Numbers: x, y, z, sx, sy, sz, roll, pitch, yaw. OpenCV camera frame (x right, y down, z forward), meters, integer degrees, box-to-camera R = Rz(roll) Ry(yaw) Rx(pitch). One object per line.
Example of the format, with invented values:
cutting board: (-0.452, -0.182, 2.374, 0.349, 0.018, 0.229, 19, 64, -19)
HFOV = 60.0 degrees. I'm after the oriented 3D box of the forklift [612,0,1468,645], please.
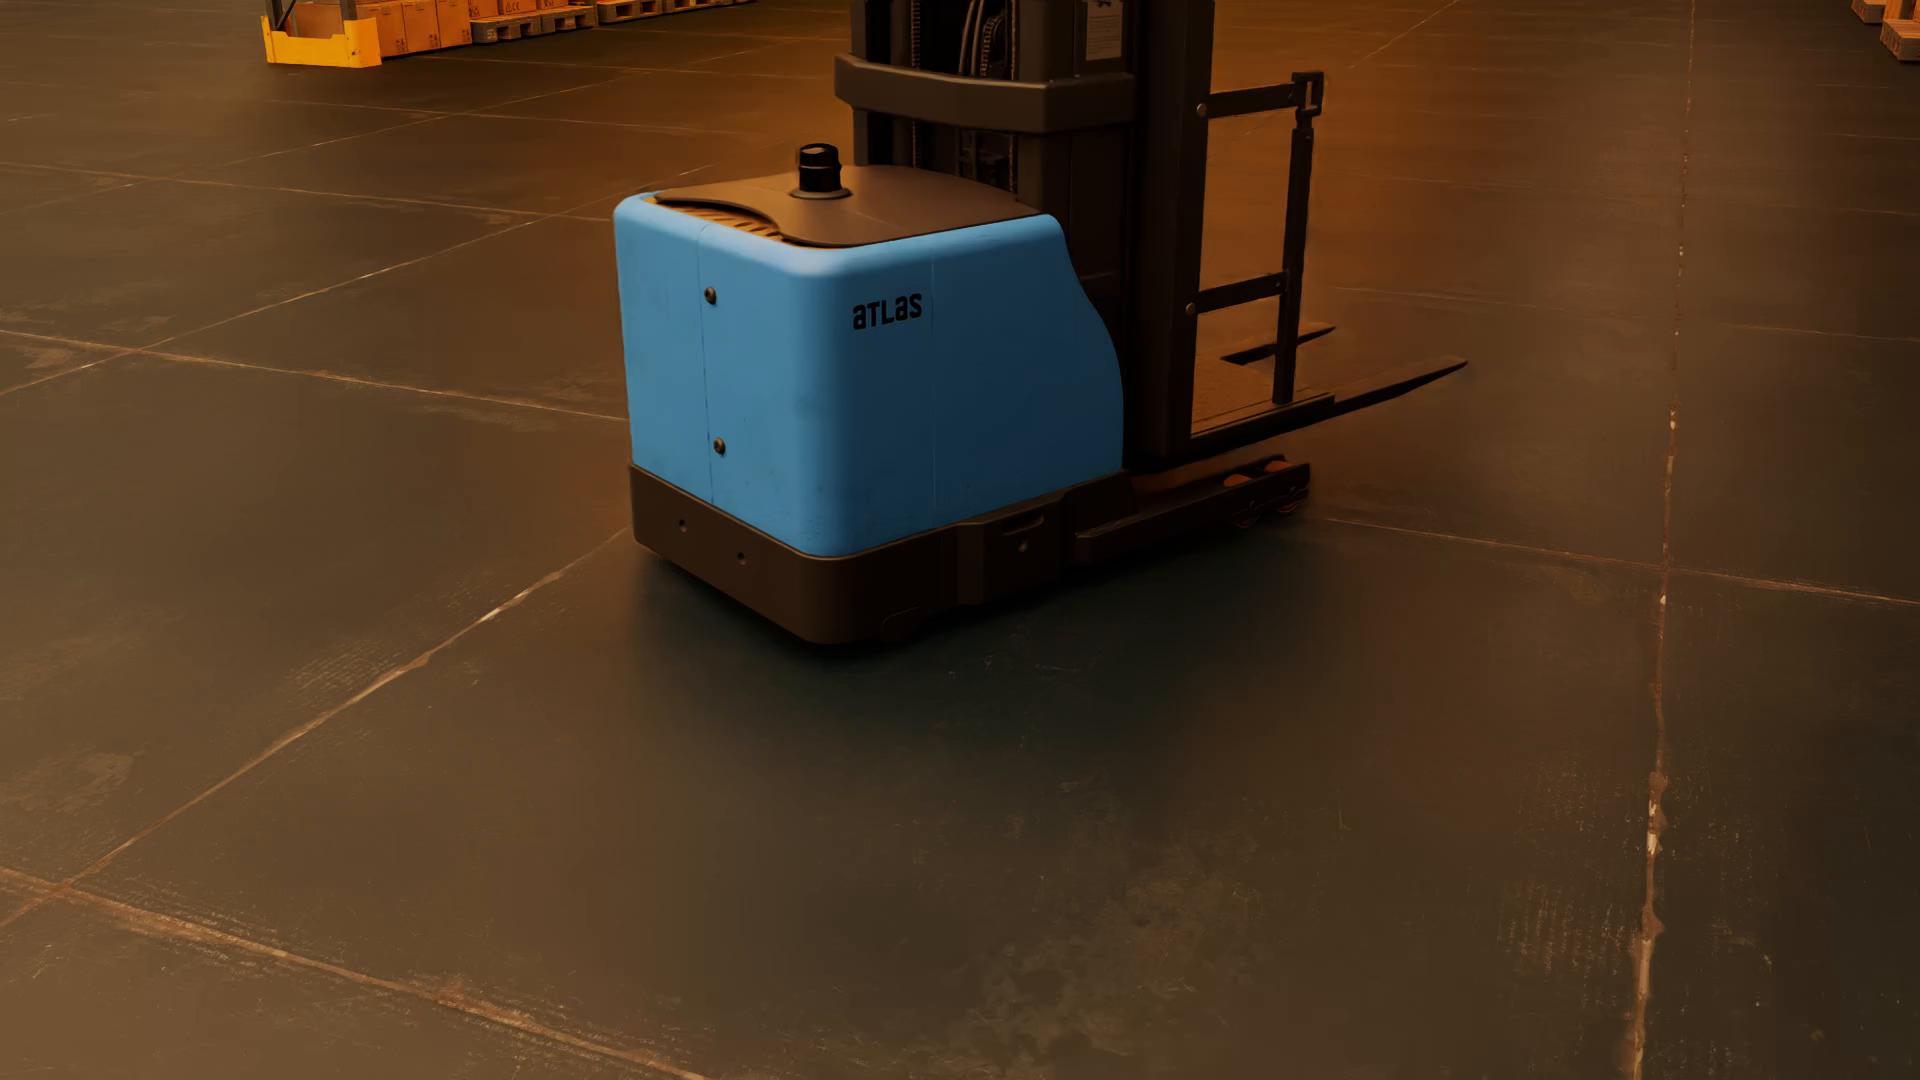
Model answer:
forklift: (0.485, -1.528, 4.949, 3.031, 2.935, 1.130, -18, 29, -36)
